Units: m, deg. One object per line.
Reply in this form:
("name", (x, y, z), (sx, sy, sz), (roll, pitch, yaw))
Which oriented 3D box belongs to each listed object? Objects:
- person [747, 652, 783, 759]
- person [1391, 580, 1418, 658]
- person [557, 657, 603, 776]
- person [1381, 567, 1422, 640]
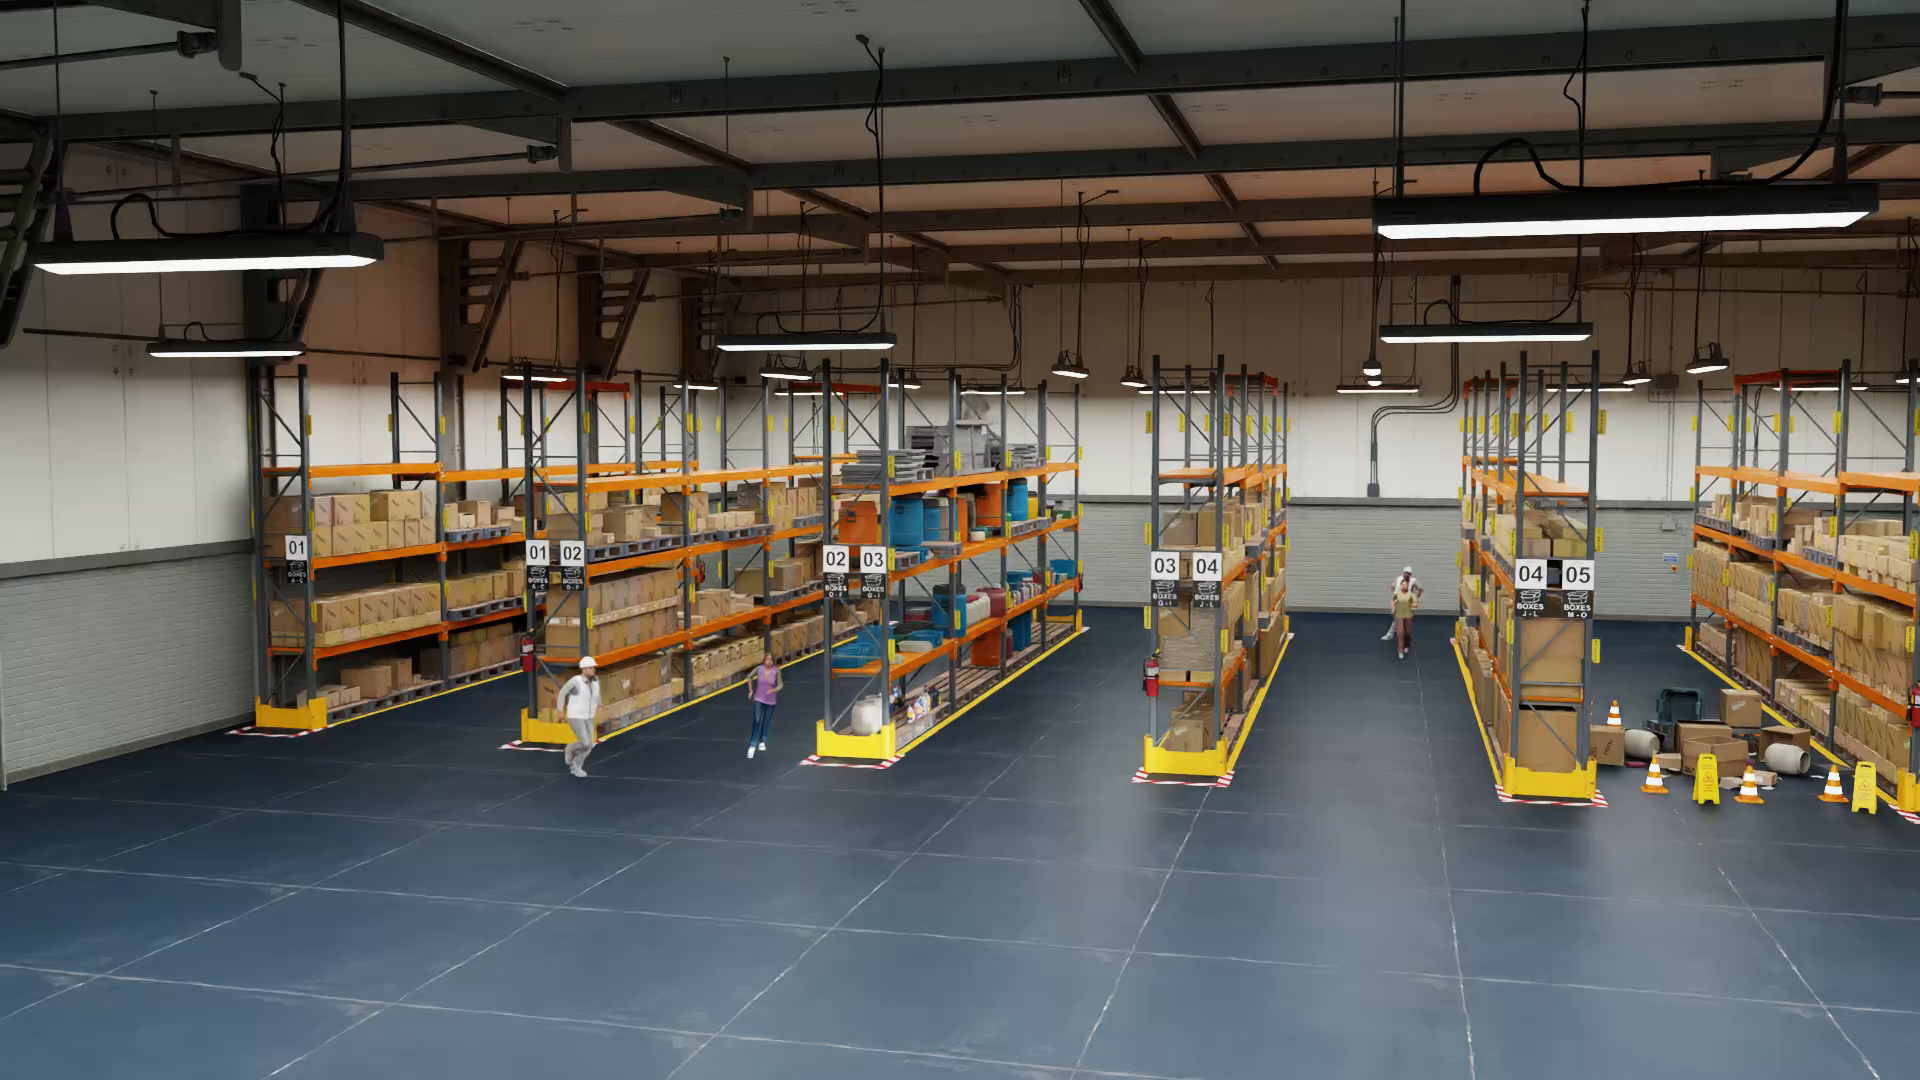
("person", (-2.975, 2.478, 25.214), (0.519, 1.599, 0.728), (-1, 4, -8))
("person", (9.560, 1.675, 35.789), (0.575, 1.654, 0.969), (1, 4, 14))
("person", (-5.400, 2.512, 23.757), (0.618, 1.711, 0.657), (3, 5, 34))
("person", (10.338, 1.463, 38.718), (0.745, 1.717, 1.018), (4, 6, 45))
